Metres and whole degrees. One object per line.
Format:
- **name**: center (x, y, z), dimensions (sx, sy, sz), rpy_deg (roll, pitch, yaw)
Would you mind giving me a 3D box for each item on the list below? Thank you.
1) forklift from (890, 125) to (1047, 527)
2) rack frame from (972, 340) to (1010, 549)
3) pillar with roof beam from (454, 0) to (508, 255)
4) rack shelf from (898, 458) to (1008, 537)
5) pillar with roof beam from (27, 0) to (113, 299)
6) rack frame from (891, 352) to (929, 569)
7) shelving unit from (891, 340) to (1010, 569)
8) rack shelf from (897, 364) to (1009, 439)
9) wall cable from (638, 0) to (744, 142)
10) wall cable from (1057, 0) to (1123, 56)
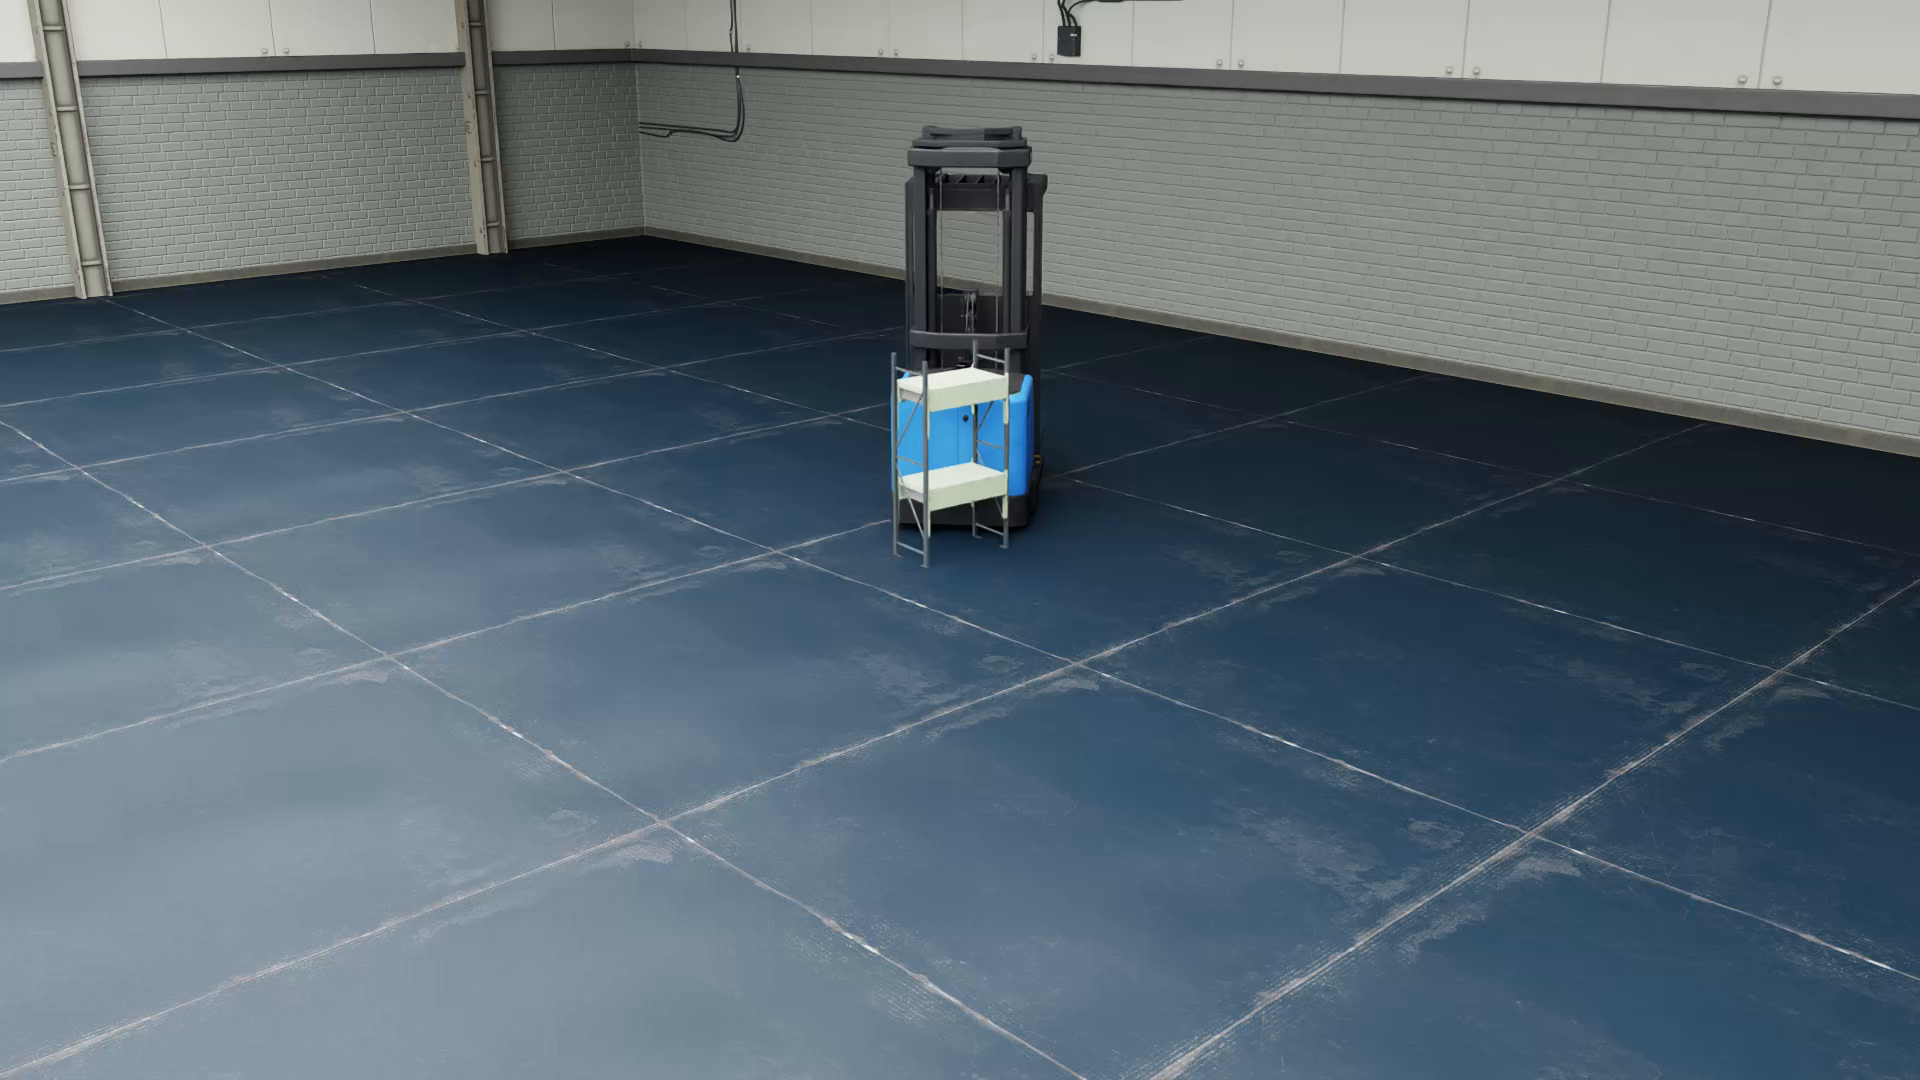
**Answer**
- **forklift**: center (0.134, -1.903, 13.602), dimensions (1.130, 2.935, 3.031), rpy_deg (2, 18, 5)
- **rack frame**: center (0.225, -0.694, 12.193), dimensions (0.023, 1.500, 0.400), rpy_deg (-14, 22, -36)
- **pillar with roof beam**: center (-4.561, -7.937, 22.374), dimensions (0.400, 9.000, 9.100), rpy_deg (-16, 24, -41)
- **rack shelf**: center (-0.063, -0.314, 12.079), dimensions (0.720, 0.370, 0.431), rpy_deg (-14, 22, -36)
- **pillar with roof beam**: center (-8.920, -6.666, 18.453), dimensions (0.400, 9.000, 9.100), rpy_deg (-16, 24, -41)
- **rack frame**: center (-0.352, -0.555, 11.764), dimensions (0.023, 1.500, 0.400), rpy_deg (-14, 22, -36)
- **shelving unit**: center (-0.063, -0.624, 11.978), dimensions (0.755, 1.500, 0.431), rpy_deg (-14, 22, -36)
- **rack shelf**: center (-0.063, -0.996, 11.858), dimensions (0.720, 0.370, 0.431), rpy_deg (-14, 22, -36)
- **wall cable**: center (-4.469, -7.753, 26.840), dimensions (0.112, 2.526, 3.097), rpy_deg (-16, 24, -41)
- **wall cable**: center (2.042, -8.717, 19.265), dimensions (0.169, 6.003, 2.305), rpy_deg (-16, 24, -41)
